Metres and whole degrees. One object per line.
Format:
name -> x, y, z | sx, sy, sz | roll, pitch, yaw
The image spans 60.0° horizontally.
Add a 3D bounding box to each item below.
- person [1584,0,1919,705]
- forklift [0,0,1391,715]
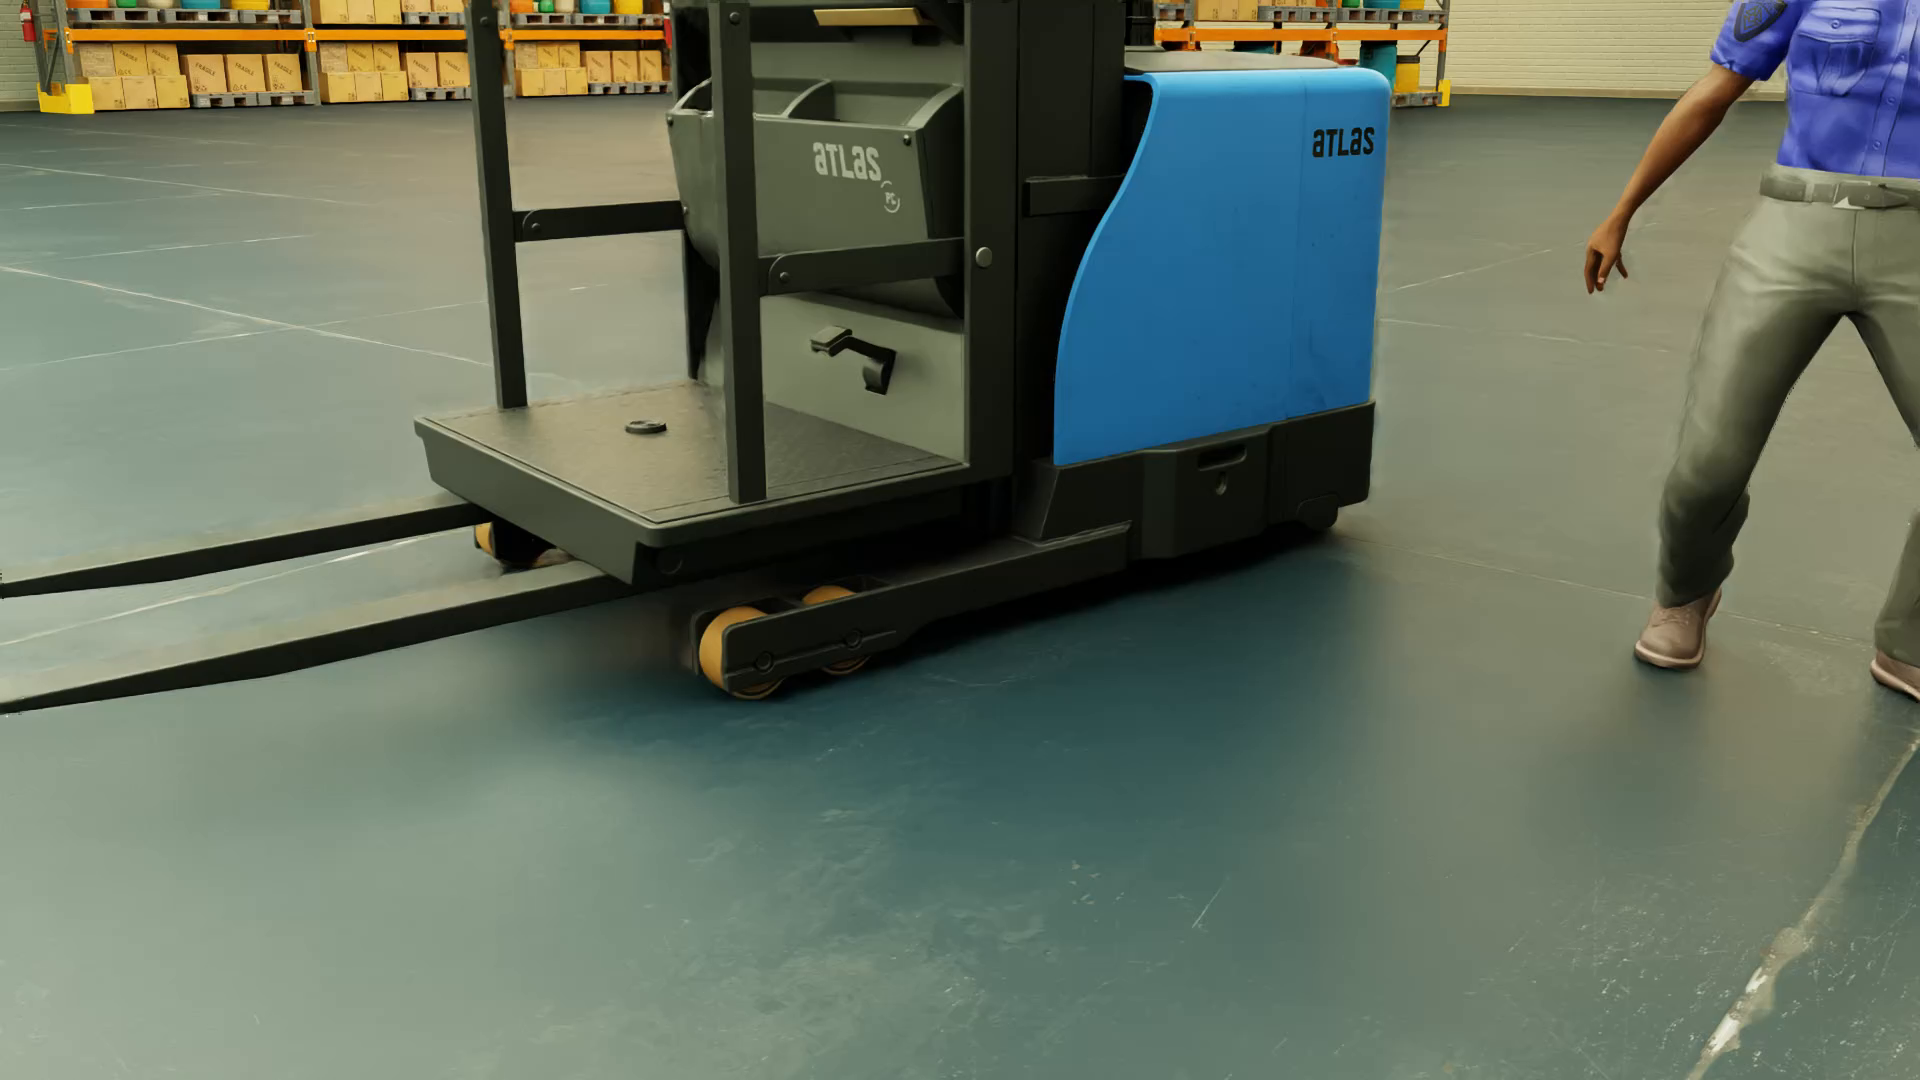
person -> 1.495, -0.486, 2.866 | 0.789, 1.570, 0.461 | 8, 19, 24
forklift -> -0.474, -1.287, 3.137 | 3.031, 2.935, 1.130 | -13, 21, -36
